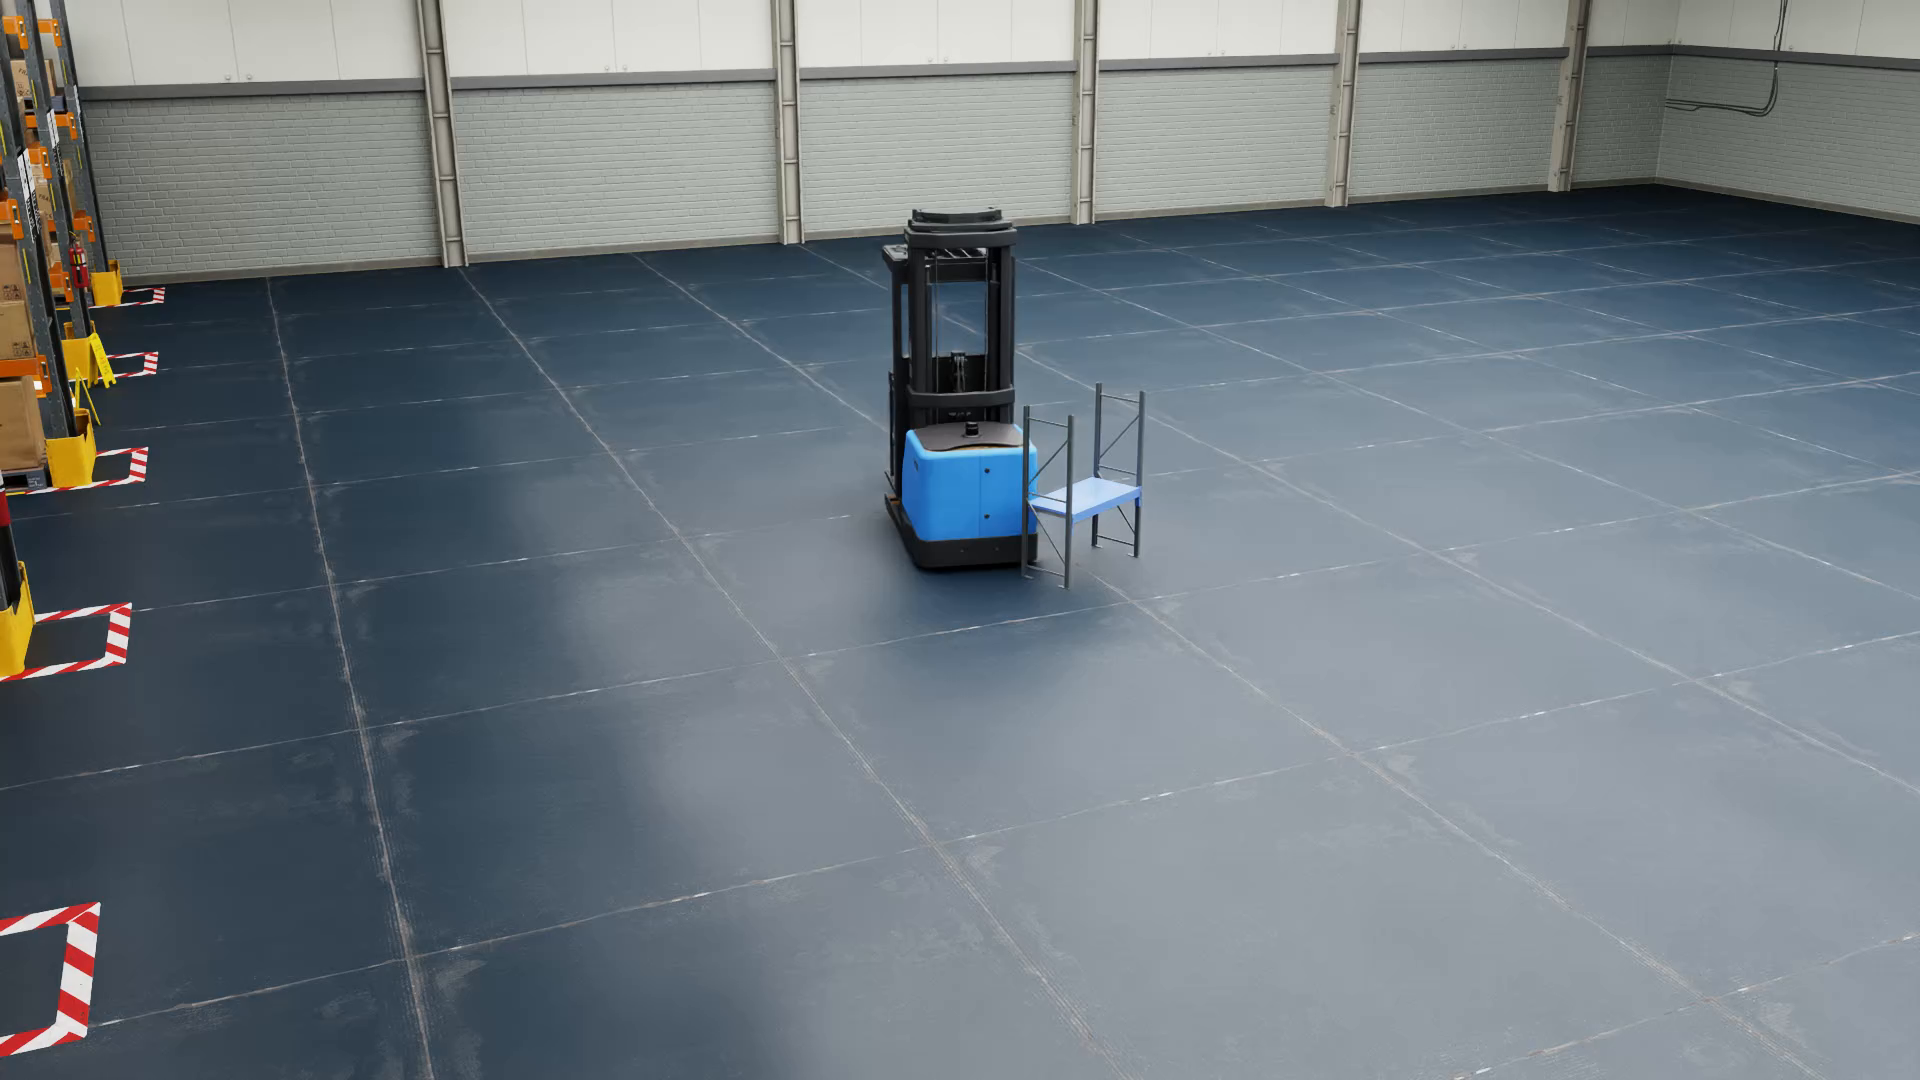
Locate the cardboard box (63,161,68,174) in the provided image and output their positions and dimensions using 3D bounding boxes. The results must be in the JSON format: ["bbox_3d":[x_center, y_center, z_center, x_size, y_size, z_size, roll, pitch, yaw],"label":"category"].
[{"bbox_3d":[-13.364,-5.509,24.611,0.250,0.149,0.380,-8,21,-22],"label":"cardboard box"}]

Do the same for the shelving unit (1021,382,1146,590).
[{"bbox_3d":[1.050,-0.477,14.152,0.538,1.500,1.048,16,25,38],"label":"shelving unit"}]

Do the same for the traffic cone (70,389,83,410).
[{"bbox_3d":[-10.281,-1.674,19.112,0.334,0.463,0.336,-8,21,-22],"label":"traffic cone"}]

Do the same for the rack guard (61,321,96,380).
[{"bbox_3d":[-11.218,-2.425,21.190,0.348,0.500,1.175,-8,21,-22],"label":"rack guard"}]

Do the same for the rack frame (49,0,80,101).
[{"bbox_3d":[-13.118,-7.957,24.105,0.127,3.000,1.000,-8,21,-22],"label":"rack frame"}]

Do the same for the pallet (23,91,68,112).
[{"bbox_3d":[-13.778,-6.415,24.376,1.213,0.211,1.003,-8,21,-22],"label":"pallet"}]

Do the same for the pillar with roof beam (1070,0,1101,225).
[{"bbox_3d":[4.118,-9.196,27.622,0.400,9.000,9.100,-8,21,-22],"label":"pillar with roof beam"}]

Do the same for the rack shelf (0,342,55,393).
[{"bbox_3d":[-10.932,-1.516,15.926,4.000,0.370,1.077,-8,21,-22],"label":"rack shelf"}]

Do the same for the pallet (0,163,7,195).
[{"bbox_3d":[-9.772,-3.390,15.784,1.213,0.211,1.003,-8,21,-22],"label":"pallet"}]

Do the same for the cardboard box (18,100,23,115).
[{"bbox_3d":[-11.342,-5.152,19.832,0.250,0.149,0.380,-8,21,-21],"label":"cardboard box"}]

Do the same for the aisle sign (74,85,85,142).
[{"bbox_3d":[-12.941,-6.273,24.439,0.004,0.787,0.394,-8,21,-22],"label":"aisle sign"}]

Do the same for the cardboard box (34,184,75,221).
[{"bbox_3d":[-13.466,-5.030,24.673,0.500,0.500,0.500,-9,21,-23],"label":"cardboard box"}]

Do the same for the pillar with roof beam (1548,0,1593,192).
[{"bbox_3d":[15.137,-10.774,32.105,0.400,9.000,9.100,-8,21,-22],"label":"pillar with roof beam"}]

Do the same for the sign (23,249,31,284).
[{"bbox_3d":[-8.893,-2.609,15.847,0.005,0.325,0.100,-8,21,-22],"label":"sign"}]

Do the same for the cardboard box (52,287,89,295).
[{"bbox_3d":[-13.424,-3.870,25.039,0.500,0.250,0.500,-8,21,-22],"label":"cardboard box"}]

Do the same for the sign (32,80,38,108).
[{"bbox_3d":[-10.947,-5.275,19.670,0.005,0.325,0.100,-8,21,-22],"label":"sign"}]

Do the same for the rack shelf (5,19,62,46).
[{"bbox_3d":[-14.955,-7.166,23.543,4.000,0.370,1.077,-8,21,-22],"label":"rack shelf"}]

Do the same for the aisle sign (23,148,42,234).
[{"bbox_3d":[-9.149,-3.445,16.409,0.004,0.787,0.394,-8,21,-22],"label":"aisle sign"}]

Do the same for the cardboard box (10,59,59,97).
[{"bbox_3d":[-13.428,-6.702,24.123,0.500,0.500,0.500,-7,21,-20],"label":"cardboard box"}]

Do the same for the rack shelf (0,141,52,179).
[{"bbox_3d":[-12.985,-4.427,19.677,4.000,0.370,1.077,-8,21,-22],"label":"rack shelf"}]

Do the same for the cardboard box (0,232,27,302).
[{"bbox_3d":[-9.451,-2.661,16.245,0.550,0.550,0.875,-8,21,-22],"label":"cardboard box"}]

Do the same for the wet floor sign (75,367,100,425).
[{"bbox_3d":[-9.853,-1.615,18.671,0.232,0.644,0.267,-12,23,-31],"label":"wet floor sign"}]

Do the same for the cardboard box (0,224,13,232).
[{"bbox_3d":[-11.538,-3.646,20.296,0.500,0.500,0.500,-9,21,-23],"label":"cardboard box"}]

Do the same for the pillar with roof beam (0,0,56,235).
[{"bbox_3d":[-12.409,-6.828,20.897,0.400,9.000,9.100,-8,21,-22],"label":"pillar with roof beam"}]

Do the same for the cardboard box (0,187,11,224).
[{"bbox_3d":[-11.531,-4.140,20.191,0.500,0.500,0.700,-9,21,-23],"label":"cardboard box"}]

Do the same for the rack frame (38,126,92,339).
[{"bbox_3d":[-11.149,-3.614,20.803,0.127,3.000,1.000,-8,21,-22],"label":"rack frame"}]

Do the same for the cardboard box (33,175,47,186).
[{"bbox_3d":[-13.548,-5.307,24.483,0.250,0.149,0.380,-8,21,-21],"label":"cardboard box"}]

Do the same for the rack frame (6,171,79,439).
[{"bbox_3d":[-9.095,-2.118,16.554,0.127,3.000,1.000,-8,21,-22],"label":"rack frame"}]

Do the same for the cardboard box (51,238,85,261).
[{"bbox_3d":[-13.417,-4.344,24.880,0.500,0.250,0.500,-7,21,-20],"label":"cardboard box"}]

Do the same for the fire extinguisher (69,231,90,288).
[{"bbox_3d":[-10.861,-3.452,20.460,0.183,0.674,0.296,-8,21,-22],"label":"fire extinguisher"}]

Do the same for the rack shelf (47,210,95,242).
[{"bbox_3d":[-14.955,-4.525,24.473,4.000,0.370,1.077,-8,21,-22],"label":"rack shelf"}]

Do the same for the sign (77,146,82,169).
[{"bbox_3d":[-12.916,-5.618,24.394,0.005,0.325,0.100,-8,21,-22],"label":"sign"}]

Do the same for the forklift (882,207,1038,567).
[{"bbox_3d":[-0.101,-1.600,15.186,1.130,2.935,3.031,-4,20,-10],"label":"forklift"}]

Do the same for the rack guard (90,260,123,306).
[{"bbox_3d":[-13.096,-3.952,25.525,0.348,0.500,1.175,-8,21,-22],"label":"rack guard"}]

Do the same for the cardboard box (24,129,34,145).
[{"bbox_3d":[-11.582,-4.966,20.504,0.250,0.149,0.380,-8,21,-22],"label":"cardboard box"}]

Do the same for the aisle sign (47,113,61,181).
[{"bbox_3d":[-10.977,-4.760,20.144,0.004,0.787,0.394,-8,21,-22],"label":"aisle sign"}]

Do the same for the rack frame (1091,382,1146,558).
[{"bbox_3d":[1.379,-0.606,14.518,0.500,1.500,0.032,16,25,38],"label":"rack frame"}]

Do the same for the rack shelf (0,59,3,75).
[{"bbox_3d":[-10.932,-4.157,14.996,4.000,0.370,1.077,-8,21,-22],"label":"rack shelf"}]

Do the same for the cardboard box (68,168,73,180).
[{"bbox_3d":[-13.532,-5.515,25.075,0.250,0.149,0.380,-9,21,-23],"label":"cardboard box"}]

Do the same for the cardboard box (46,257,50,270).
[{"bbox_3d":[-11.407,-3.381,20.520,0.250,0.149,0.380,-7,21,-20],"label":"cardboard box"}]
